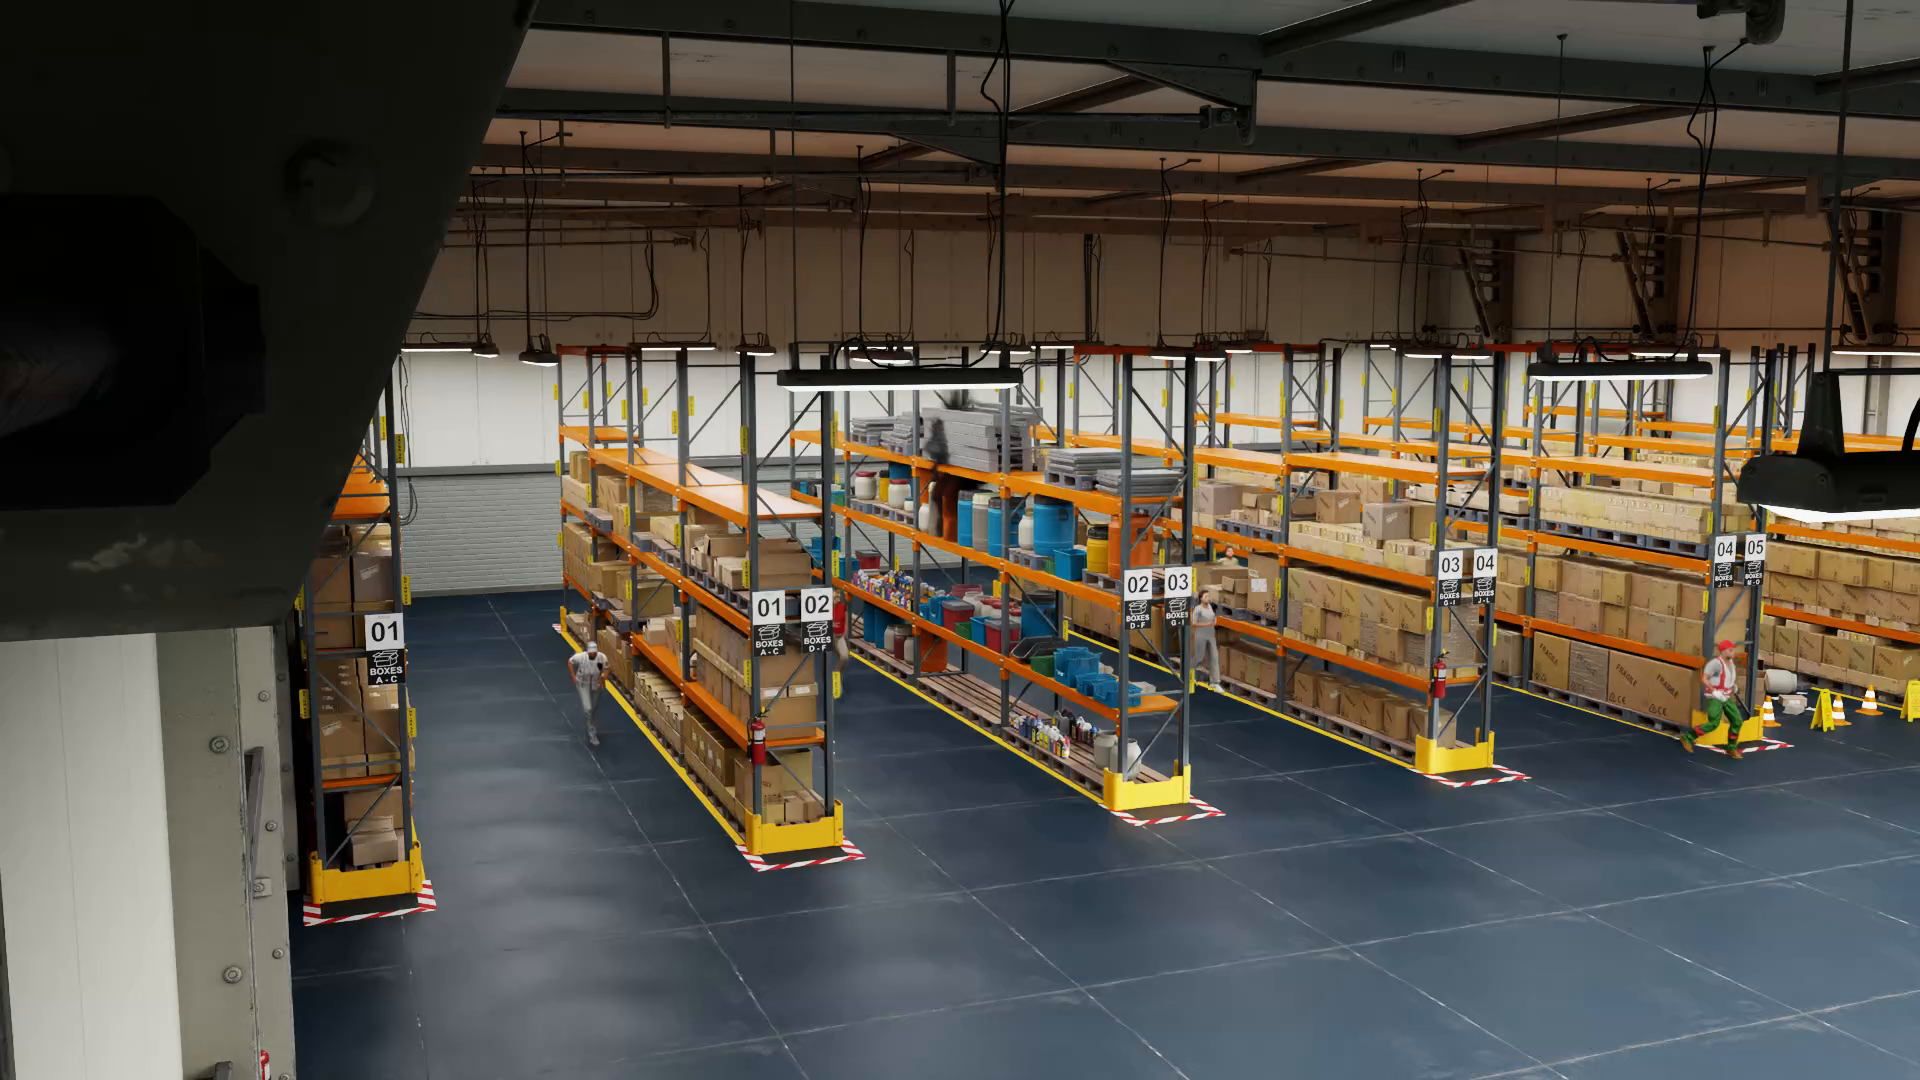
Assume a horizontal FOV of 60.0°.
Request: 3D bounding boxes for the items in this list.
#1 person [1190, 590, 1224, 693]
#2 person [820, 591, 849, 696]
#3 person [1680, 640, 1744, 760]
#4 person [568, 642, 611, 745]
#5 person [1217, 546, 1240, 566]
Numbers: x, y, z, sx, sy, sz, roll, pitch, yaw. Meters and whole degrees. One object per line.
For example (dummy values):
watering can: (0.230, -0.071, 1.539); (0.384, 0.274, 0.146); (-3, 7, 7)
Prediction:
person: (4.112, 1.673, 28.012); (0.561, 1.688, 0.904); (-4, 8, -30)
person: (-2.129, 1.707, 27.862); (0.688, 1.757, 0.857); (-4, 8, -28)
person: (11.216, 2.360, 24.625); (0.885, 1.778, 0.732); (-6, 9, -38)
person: (-5.732, 2.313, 25.722); (0.641, 1.627, 1.031); (-2, 8, -18)
person: (5.839, 0.946, 36.097); (0.570, 1.637, 0.565); (-2, 8, -18)
